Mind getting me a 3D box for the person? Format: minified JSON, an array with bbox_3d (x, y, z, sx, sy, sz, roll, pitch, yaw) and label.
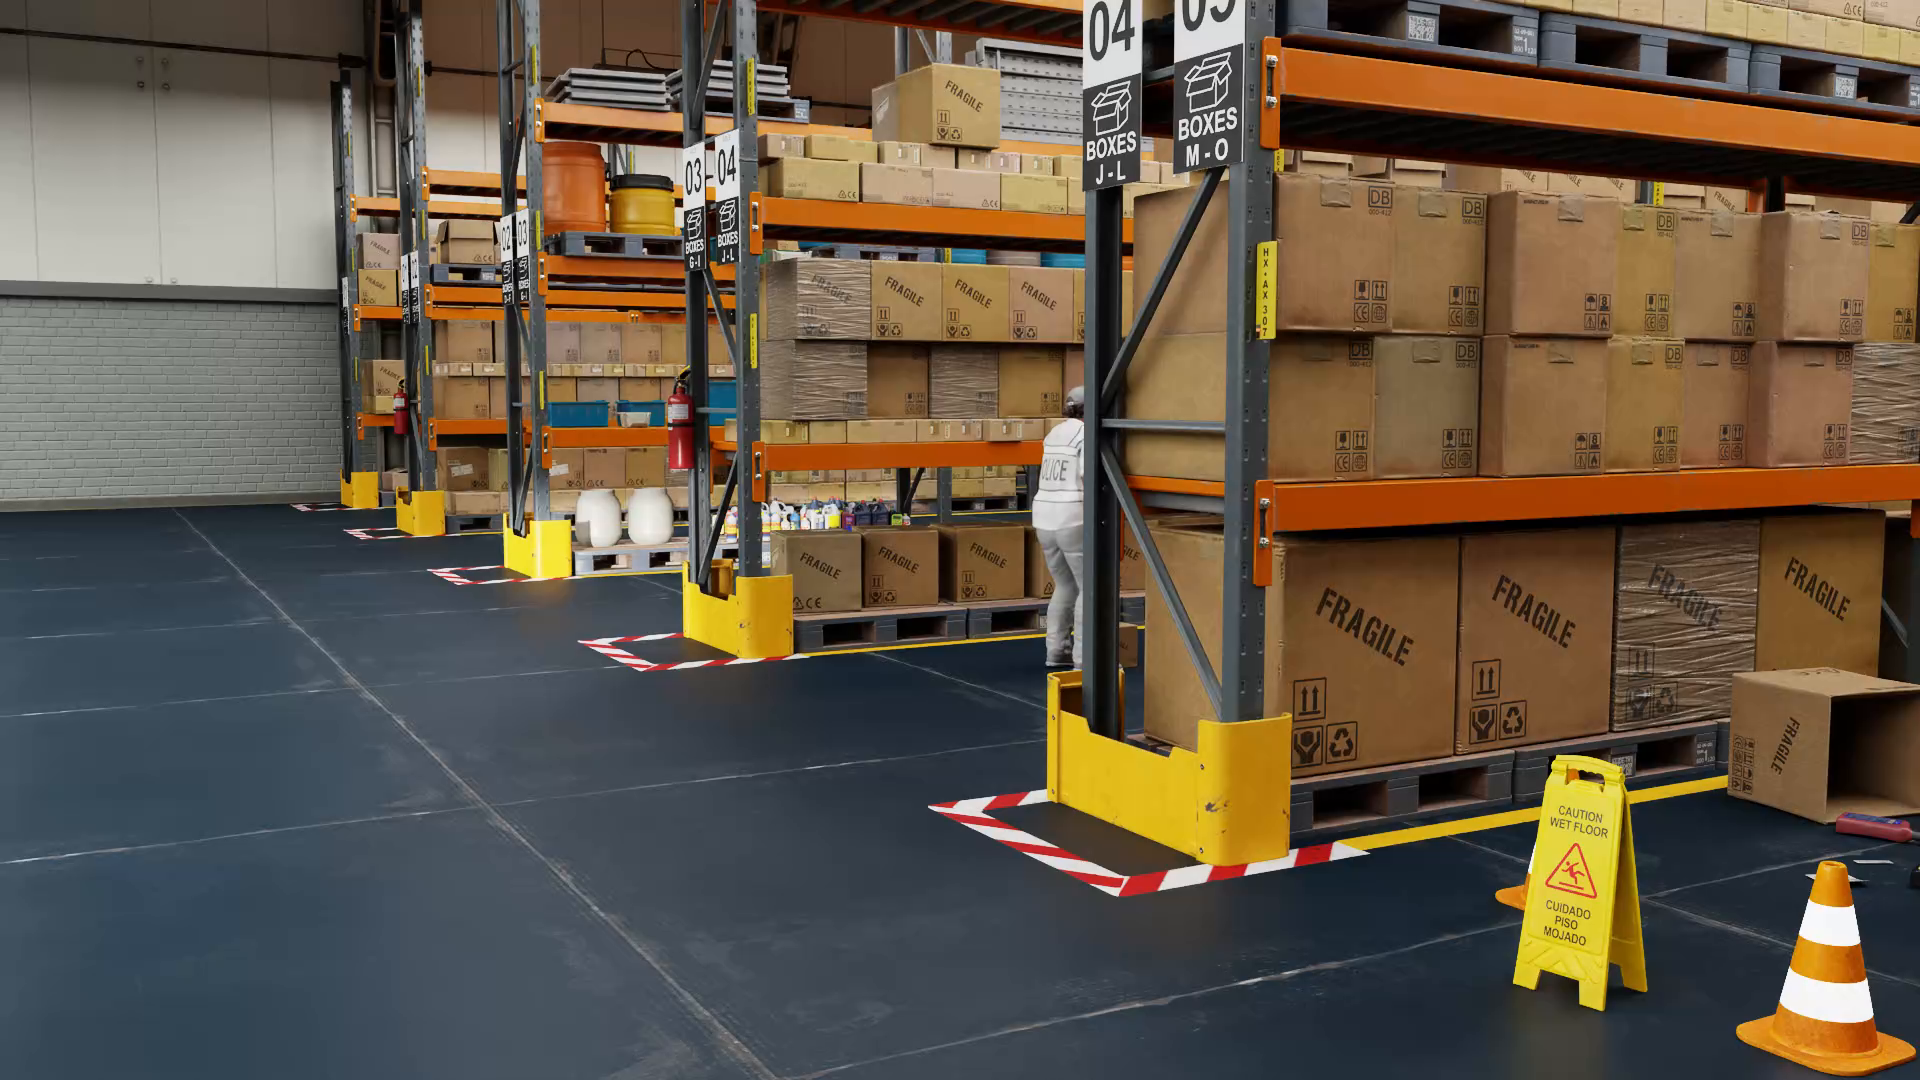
[{"bbox_3d":[0.691,-0.069,9.733,0.466,1.666,0.564,-3,6,-32],"label":"person"}]
